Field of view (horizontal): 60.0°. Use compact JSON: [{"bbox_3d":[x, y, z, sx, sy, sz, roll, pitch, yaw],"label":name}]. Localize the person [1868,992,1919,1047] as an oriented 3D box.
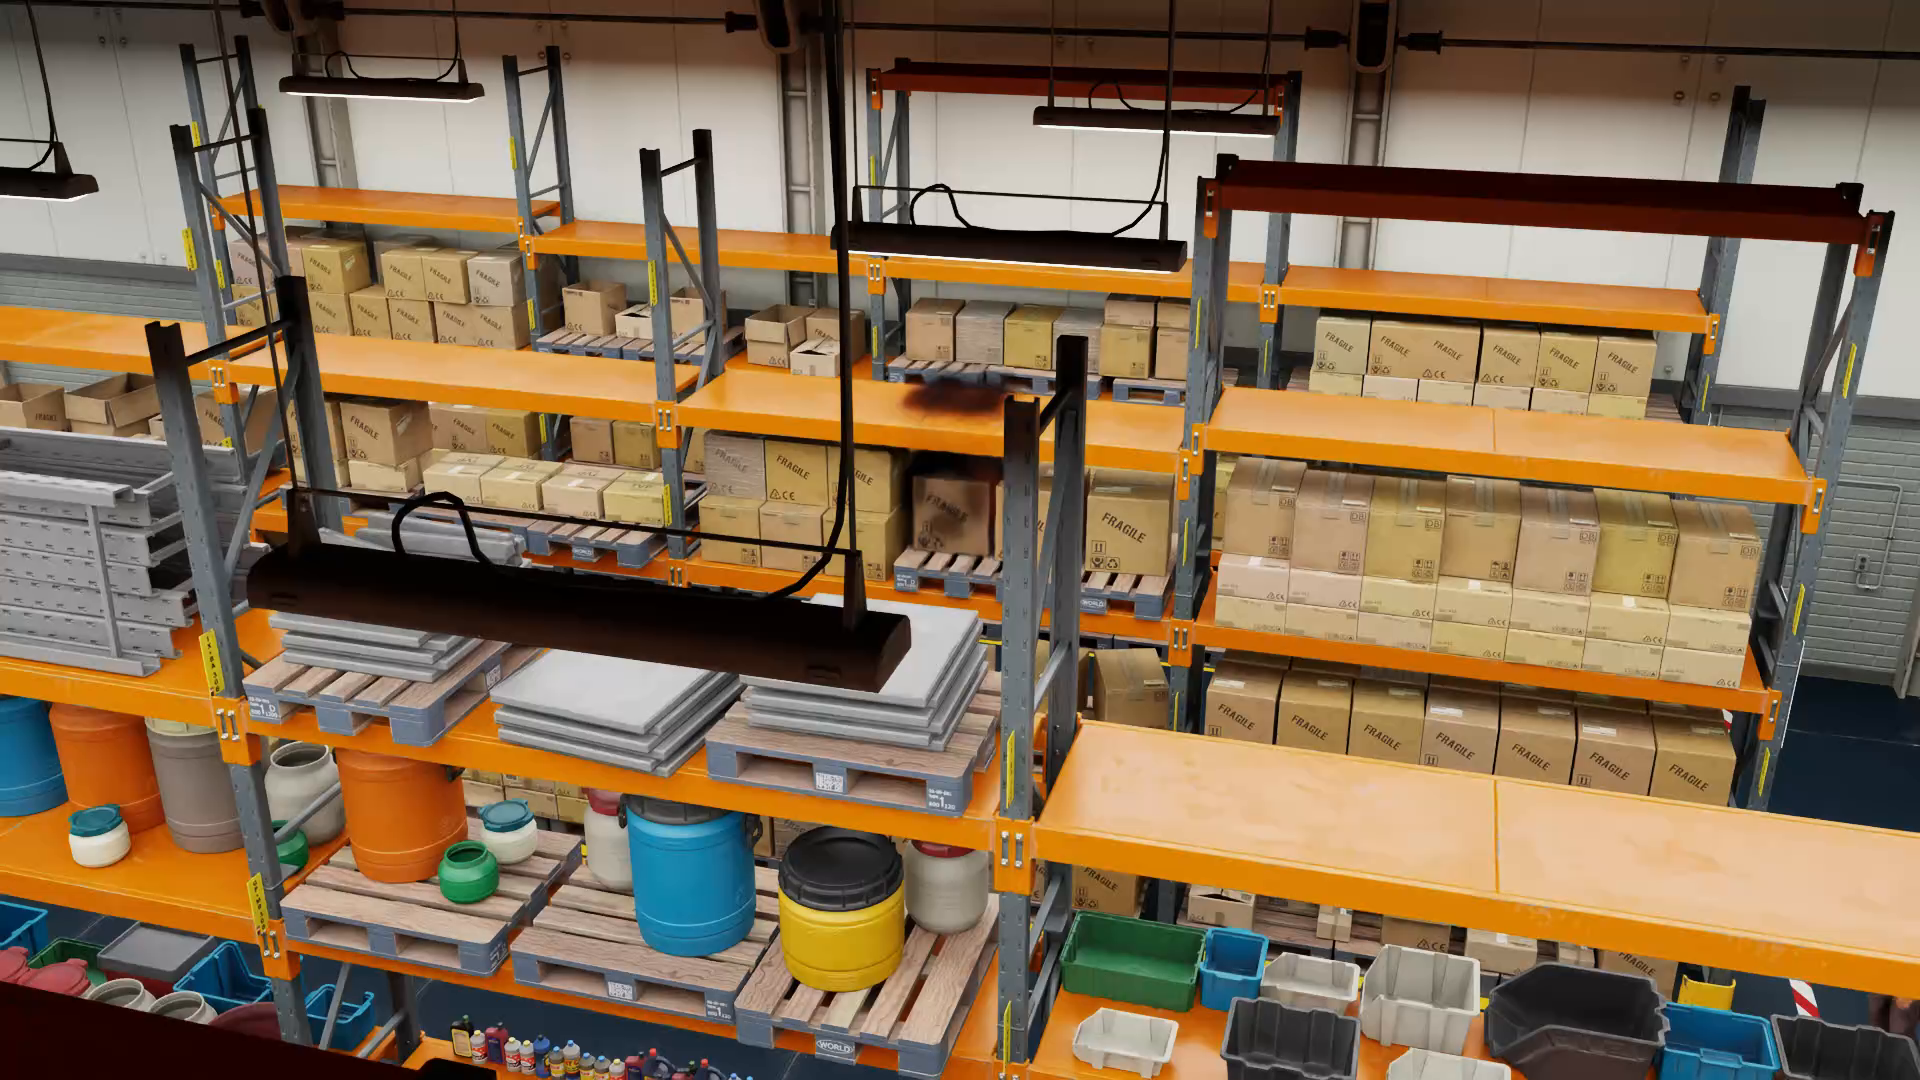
[{"bbox_3d":[6.440,2.982,11.374,0.417,1.747,0.565,-6,23,-13],"label":"person"}]
